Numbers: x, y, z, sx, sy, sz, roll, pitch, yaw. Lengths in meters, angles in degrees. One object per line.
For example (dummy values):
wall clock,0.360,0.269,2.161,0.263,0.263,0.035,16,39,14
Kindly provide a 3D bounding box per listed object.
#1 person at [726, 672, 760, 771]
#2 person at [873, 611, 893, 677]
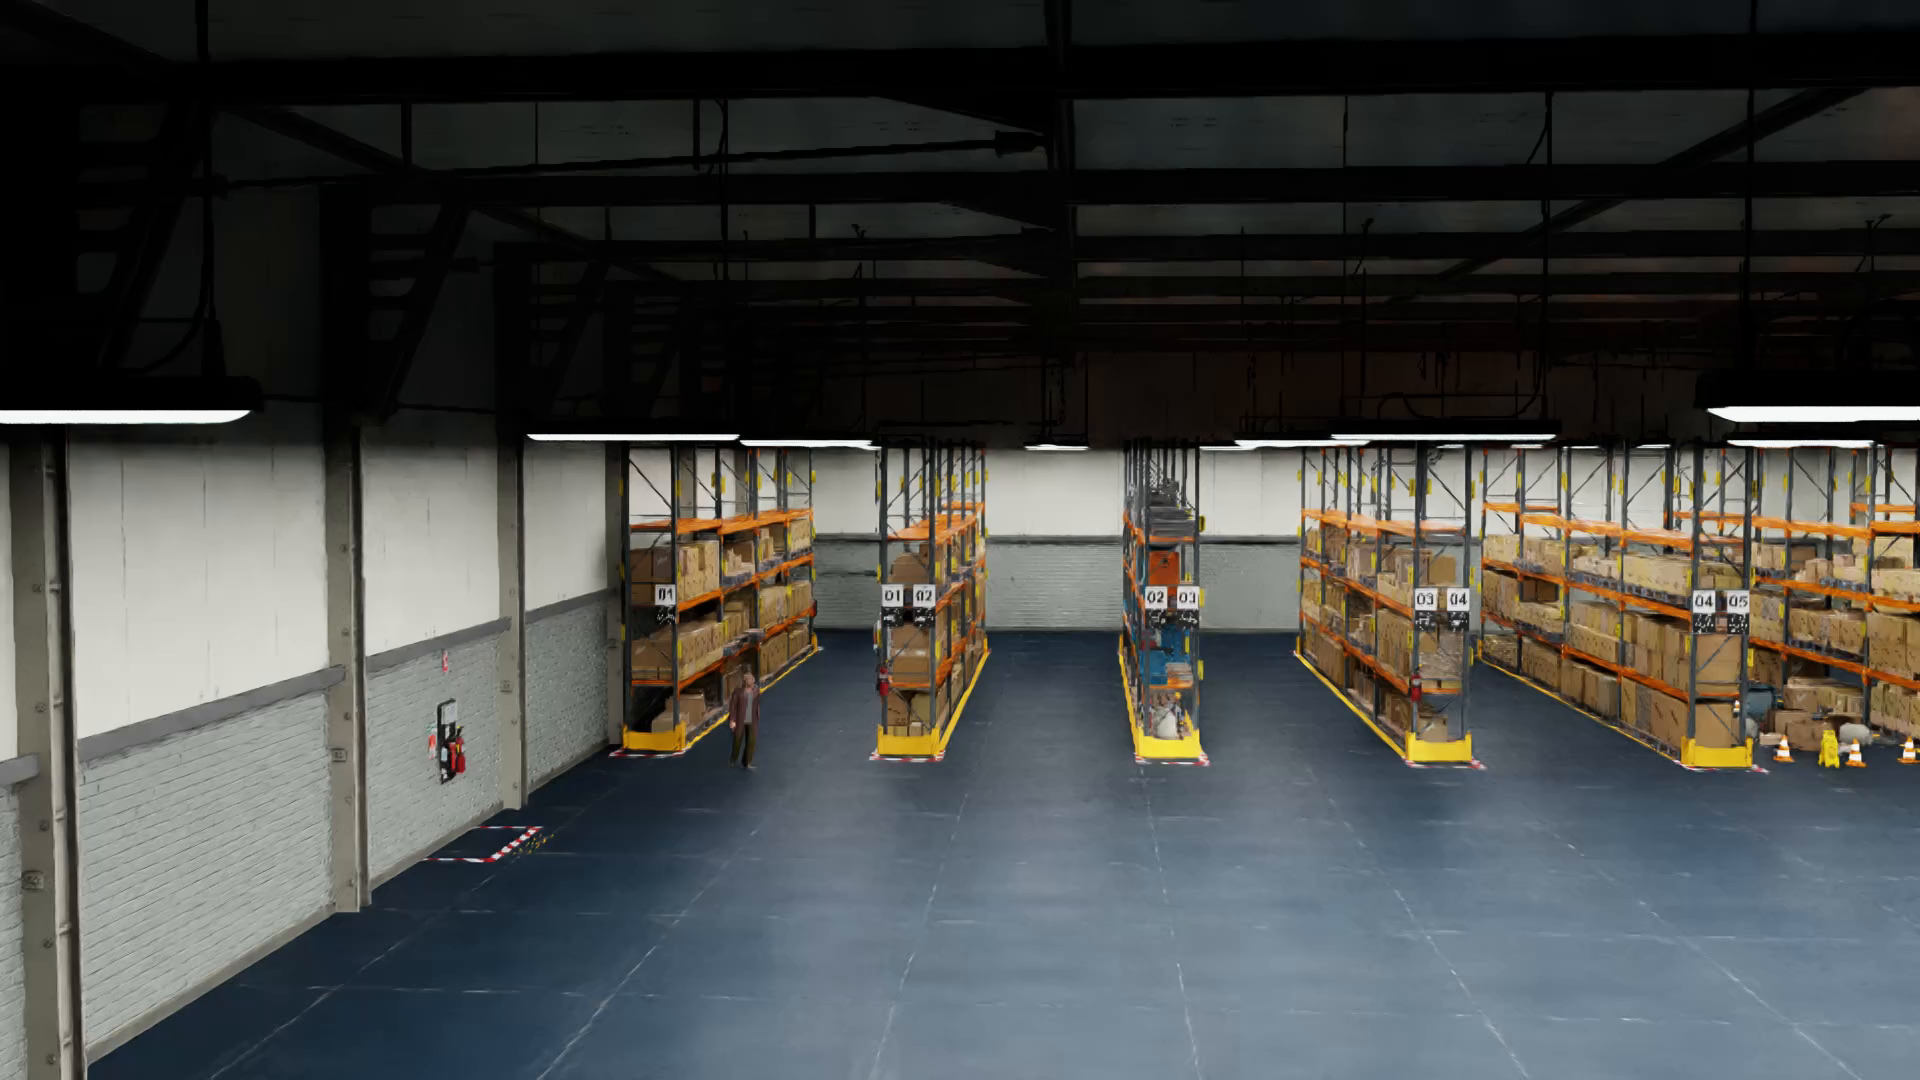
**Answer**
person,-3.898,3.242,29.898,0.622,1.767,0.617,-2,4,-30
person,-1.920,2.585,42.008,0.543,1.665,0.952,0,3,6
